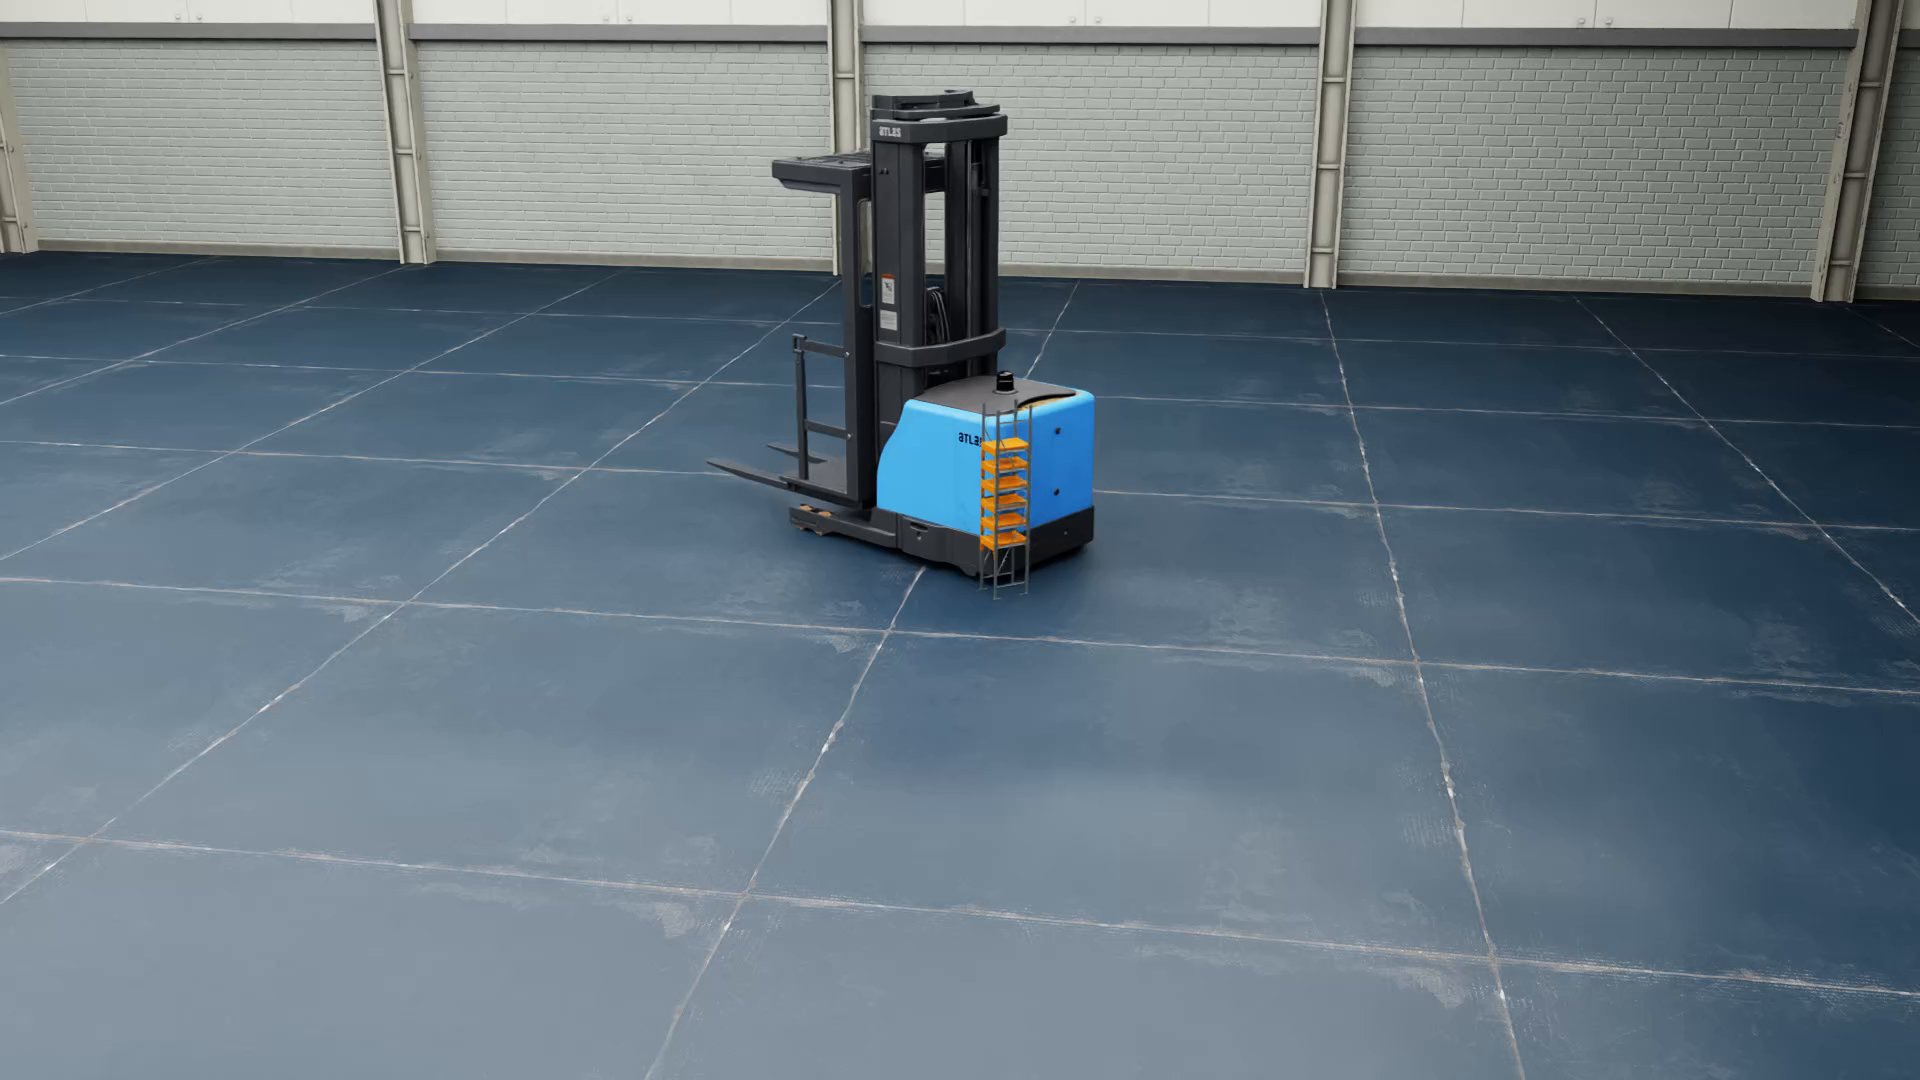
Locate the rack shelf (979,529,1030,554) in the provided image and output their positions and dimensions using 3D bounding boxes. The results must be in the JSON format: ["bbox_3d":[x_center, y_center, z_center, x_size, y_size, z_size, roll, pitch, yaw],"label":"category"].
[{"bbox_3d":[0.276,0.026,10.225,0.258,0.103,0.180,-9,21,-25],"label":"rack shelf"}]

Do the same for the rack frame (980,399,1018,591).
[{"bbox_3d":[0.236,-0.269,10.208,0.240,1.200,0.006,-9,21,-25],"label":"rack frame"}]

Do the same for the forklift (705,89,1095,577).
[{"bbox_3d":[-0.546,-1.530,11.255,3.031,2.935,1.130,16,24,39],"label":"forklift"}]

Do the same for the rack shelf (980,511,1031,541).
[{"bbox_3d":[0.276,-0.087,10.185,0.258,0.103,0.180,-9,21,-25],"label":"rack shelf"}]

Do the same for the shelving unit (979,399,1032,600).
[{"bbox_3d":[0.278,-0.242,10.131,0.258,1.200,0.189,-9,21,-25],"label":"shelving unit"}]

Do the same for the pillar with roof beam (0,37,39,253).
[{"bbox_3d":[-13.959,-7.000,18.042,0.400,9.000,9.100,3,19,9],"label":"pillar with roof beam"}]

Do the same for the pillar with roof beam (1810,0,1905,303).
[{"bbox_3d":[9.738,-5.792,14.432,0.400,9.000,9.100,3,19,9],"label":"pillar with roof beam"}]

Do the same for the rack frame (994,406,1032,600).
[{"bbox_3d":[0.319,-0.215,10.054,0.240,1.200,0.006,-9,21,-25],"label":"rack frame"}]

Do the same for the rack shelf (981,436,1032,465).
[{"bbox_3d":[0.280,-0.540,10.027,0.258,0.103,0.180,-9,21,-25],"label":"rack shelf"}]

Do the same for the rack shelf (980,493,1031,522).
[{"bbox_3d":[0.277,-0.200,10.146,0.258,0.103,0.180,-9,21,-25],"label":"rack shelf"}]

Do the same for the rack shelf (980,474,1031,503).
[{"bbox_3d":[0.278,-0.313,10.106,0.258,0.103,0.180,-9,21,-25],"label":"rack shelf"}]

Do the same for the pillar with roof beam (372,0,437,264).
[{"bbox_3d":[-8.034,-6.698,17.140,0.400,9.000,9.100,3,19,9],"label":"pillar with roof beam"}]

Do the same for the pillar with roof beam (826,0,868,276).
[{"bbox_3d":[-2.110,-6.396,16.237,0.400,9.000,9.100,3,19,9],"label":"pillar with roof beam"}]

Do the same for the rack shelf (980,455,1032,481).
[{"bbox_3d":[0.279,-0.427,10.066,0.258,0.103,0.180,-9,21,-25],"label":"rack shelf"}]

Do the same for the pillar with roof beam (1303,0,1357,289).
[{"bbox_3d":[3.814,-6.094,15.335,0.400,9.000,9.100,3,19,9],"label":"pillar with roof beam"}]
